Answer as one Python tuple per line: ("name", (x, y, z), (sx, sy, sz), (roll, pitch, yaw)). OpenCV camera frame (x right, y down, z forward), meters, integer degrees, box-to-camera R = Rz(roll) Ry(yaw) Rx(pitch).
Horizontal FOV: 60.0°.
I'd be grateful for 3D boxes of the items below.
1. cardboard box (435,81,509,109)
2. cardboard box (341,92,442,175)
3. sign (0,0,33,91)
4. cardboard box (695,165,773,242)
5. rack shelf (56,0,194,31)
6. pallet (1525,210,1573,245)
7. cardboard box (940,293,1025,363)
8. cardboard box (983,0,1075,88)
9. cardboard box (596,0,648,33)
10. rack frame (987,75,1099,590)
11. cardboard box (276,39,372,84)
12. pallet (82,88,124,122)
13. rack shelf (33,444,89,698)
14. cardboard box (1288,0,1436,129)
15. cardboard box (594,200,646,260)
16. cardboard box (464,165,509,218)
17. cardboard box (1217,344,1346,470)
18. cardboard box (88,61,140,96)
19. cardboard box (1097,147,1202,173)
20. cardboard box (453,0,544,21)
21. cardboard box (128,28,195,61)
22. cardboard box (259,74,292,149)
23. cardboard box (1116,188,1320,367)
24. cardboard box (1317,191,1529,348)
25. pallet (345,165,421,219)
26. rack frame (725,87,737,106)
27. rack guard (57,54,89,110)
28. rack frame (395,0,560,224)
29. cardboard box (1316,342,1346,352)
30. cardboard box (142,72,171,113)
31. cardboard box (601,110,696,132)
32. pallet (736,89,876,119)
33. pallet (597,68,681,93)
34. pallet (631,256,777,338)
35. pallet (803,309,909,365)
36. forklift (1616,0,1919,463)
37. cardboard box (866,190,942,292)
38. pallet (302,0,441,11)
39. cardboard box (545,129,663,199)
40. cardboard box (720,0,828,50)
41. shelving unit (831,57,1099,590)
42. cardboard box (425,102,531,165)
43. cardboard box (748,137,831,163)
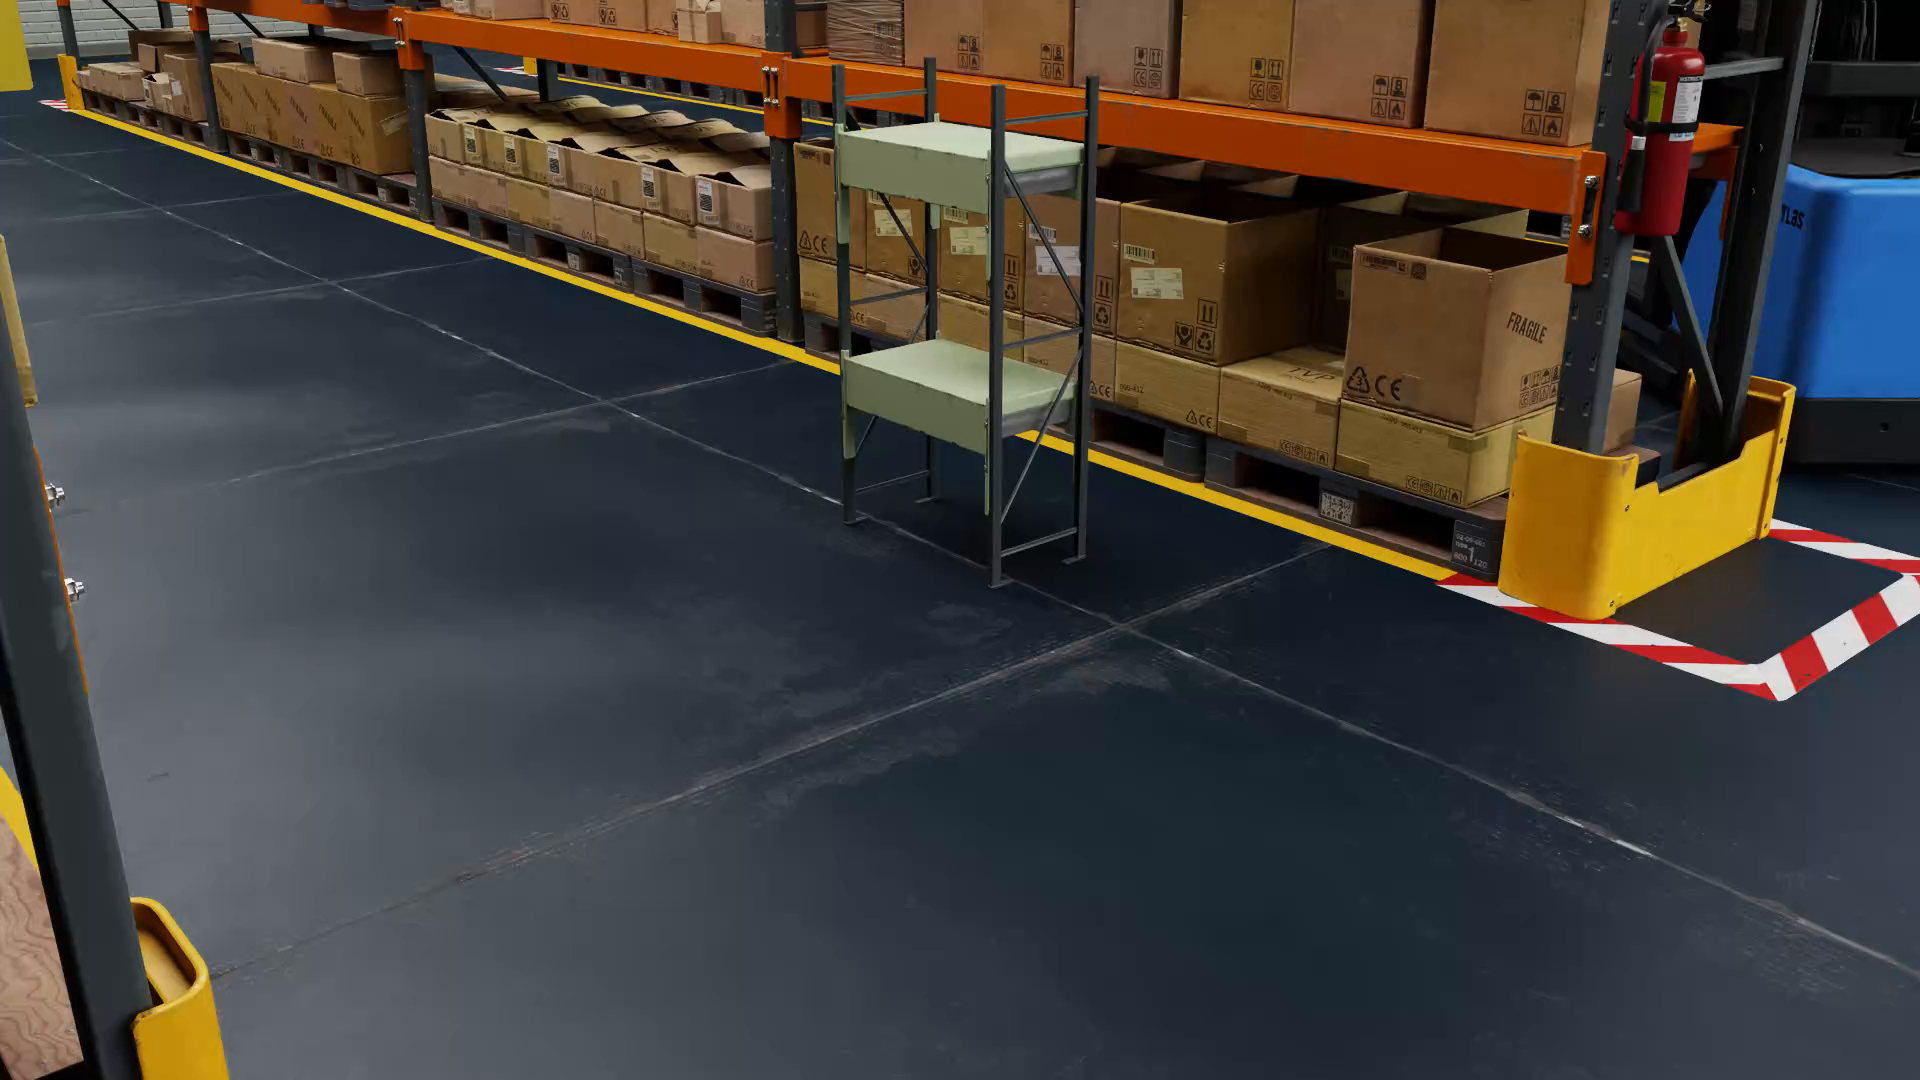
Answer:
("cardboard box", (-3.489, -2.931, 11.680), (0.500, 0.500, 0.500), (-19, 28, -39))
("cardboard box", (-3.850, -2.797, 11.336), (0.500, 0.500, 0.500), (-16, 27, -35))
("sign", (-1.179, -0.695, 1.959), (0.100, 0.325, 0.005), (-17, 27, -37))
("cardboard box", (-0.933, -1.668, 8.056), (0.500, 0.311, 0.500), (-17, 27, -37))
("rack shelf", (-6.979, -4.876, 14.807), (1.077, 0.370, 4.000), (-17, 27, -37))
("pallet", (3.711, -2.132, 10.639), (1.003, 0.211, 1.213), (-17, 27, -37))
("cardboard box", (0.267, -0.884, 6.824), (0.500, 0.250, 0.500), (-17, 27, -37))
("cardboard box", (0.517, -2.090, 6.570), (0.700, 0.500, 0.500), (-17, 27, -37))
("cardboard box", (-1.611, -2.995, 8.880), (0.500, 0.500, 0.500), (-17, 27, -37))
("rack frame", (0.243, -0.595, 4.948), (0.400, 1.500, 0.023), (-17, 27, -37))
("cardboard box", (-4.561, -3.442, 11.956), (0.500, 0.250, 0.500), (-18, 28, -38))
("pallet", (-7.713, -4.224, 15.980), (1.003, 0.211, 1.213), (-17, 27, -37))
("rack shelf", (-2.896, -0.380, 3.329), (1.077, 0.370, 4.000), (-17, 27, -37))
("cardboard box", (1.519, -1.666, 5.486), (0.700, 0.500, 0.500), (-17, 27, -36))
("cardboard box", (-1.604, -1.690, 8.881), (0.500, 0.250, 0.500), (-17, 27, -36))
("cardboard box", (-2.614, -2.115, 9.966), (0.500, 0.250, 0.500), (-18, 28, -39))
("cardboard box", (1.251, -0.471, 5.769), (0.500, 0.250, 0.500), (-17, 27, -37))
("cardboard box", (-7.818, -4.332, 15.599), (0.500, 0.250, 0.500), (-17, 27, -37))
("cardboard box", (0.664, -1.358, 7.005), (0.500, 0.500, 0.500), (-17, 27, -37))
("cardboard box", (-2.625, -3.219, 9.711), (0.500, 0.311, 0.500), (-18, 28, -38))
("cardboard box", (-7.742, -4.713, 16.228), (0.500, 0.500, 0.500), (-17, 27, -37))
("cardboard box", (-4.865, -3.223, 12.425), (0.500, 0.500, 0.500), (-17, 27, -37))
("cardboard box", (0.921, -0.958, 5.982), (0.500, 0.500, 0.500), (-17, 27, -37))
("cardboard box", (1.651, -0.946, 5.953), (0.500, 0.500, 0.500), (-17, 27, -37))
("pallet", (-3.521, -2.470, 11.501), (1.003, 0.211, 1.213), (-17, 27, -37))
("rack frame", (-1.918, -5.837, 16.273), (1.000, 3.000, 0.127), (-17, 27, -37))
("rack guard", (-8.234, -4.579, 16.489), (1.175, 0.500, 0.348), (-17, 27, -37))
("rack frame", (-3.062, -3.553, 10.443), (1.000, 3.000, 0.127), (-17, 27, -37))
("cardboard box", (1.649, -0.597, 6.089), (0.500, 0.250, 0.500), (-17, 27, -37))
("cardboard box", (-6.749, -3.908, 14.434), (0.500, 0.311, 0.500), (-17, 27, -37))
("cardboard box", (-1.862, -2.361, 9.826), (0.500, 0.311, 0.500), (-18, 27, -38))
("pallet", (-1.446, -4.315, 16.212), (1.003, 0.211, 1.213), (-17, 27, -37))
("pallet", (-3.228, -5.069, 18.138), (1.003, 0.211, 1.213), (-17, 27, -37))
("pallet", (-0.961, -1.344, 8.626), (1.003, 0.211, 1.213), (-17, 27, -37))
("pallet", (0.036, -0.920, 7.544), (1.003, 0.211, 1.213), (-17, 27, -37))
("forklift", (3.461, -2.126, 6.892), (1.130, 2.935, 3.031), (0, 21, 0))
("cardboard box", (-0.053, -1.374, 7.044), (0.500, 0.500, 0.500), (-17, 27, -37))
("pallet", (-3.558, -3.635, 10.914), (1.213, 0.211, 1.003), (-17, 27, -37))
("cardboard box", (-1.926, -2.089, 9.129), (0.500, 0.311, 0.500), (-18, 28, -38))
("cardboard box", (-0.805, -2.504, 7.970), (0.500, 0.250, 0.500), (-15, 26, -34))
("shelving unit", (0.004, -0.697, 5.206), (0.431, 1.500, 0.755), (-17, 27, -37))
("cardboard box", (-2.943, -2.515, 10.218), (0.500, 0.311, 0.500), (-16, 27, -36))
("cardboard box", (-0.855, -1.938, 8.744), (0.500, 0.311, 0.500), (-18, 28, -38))
